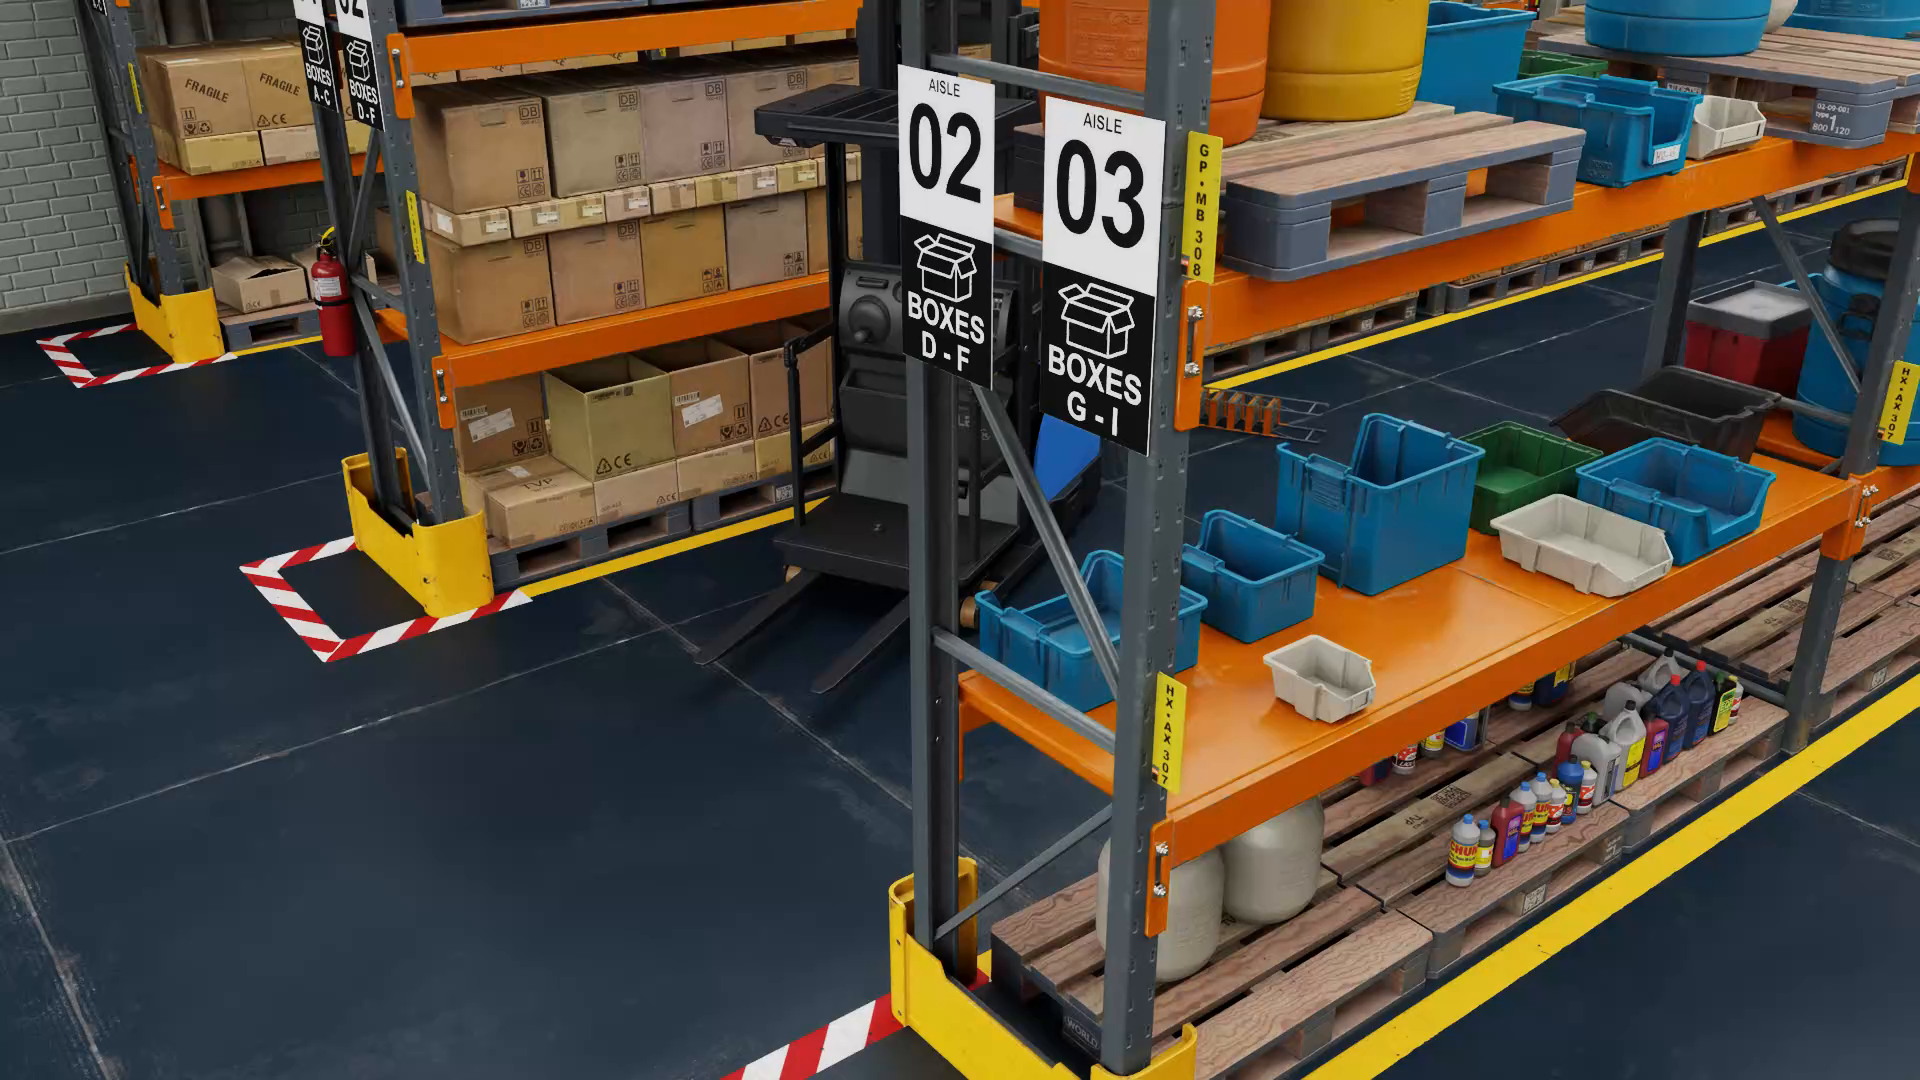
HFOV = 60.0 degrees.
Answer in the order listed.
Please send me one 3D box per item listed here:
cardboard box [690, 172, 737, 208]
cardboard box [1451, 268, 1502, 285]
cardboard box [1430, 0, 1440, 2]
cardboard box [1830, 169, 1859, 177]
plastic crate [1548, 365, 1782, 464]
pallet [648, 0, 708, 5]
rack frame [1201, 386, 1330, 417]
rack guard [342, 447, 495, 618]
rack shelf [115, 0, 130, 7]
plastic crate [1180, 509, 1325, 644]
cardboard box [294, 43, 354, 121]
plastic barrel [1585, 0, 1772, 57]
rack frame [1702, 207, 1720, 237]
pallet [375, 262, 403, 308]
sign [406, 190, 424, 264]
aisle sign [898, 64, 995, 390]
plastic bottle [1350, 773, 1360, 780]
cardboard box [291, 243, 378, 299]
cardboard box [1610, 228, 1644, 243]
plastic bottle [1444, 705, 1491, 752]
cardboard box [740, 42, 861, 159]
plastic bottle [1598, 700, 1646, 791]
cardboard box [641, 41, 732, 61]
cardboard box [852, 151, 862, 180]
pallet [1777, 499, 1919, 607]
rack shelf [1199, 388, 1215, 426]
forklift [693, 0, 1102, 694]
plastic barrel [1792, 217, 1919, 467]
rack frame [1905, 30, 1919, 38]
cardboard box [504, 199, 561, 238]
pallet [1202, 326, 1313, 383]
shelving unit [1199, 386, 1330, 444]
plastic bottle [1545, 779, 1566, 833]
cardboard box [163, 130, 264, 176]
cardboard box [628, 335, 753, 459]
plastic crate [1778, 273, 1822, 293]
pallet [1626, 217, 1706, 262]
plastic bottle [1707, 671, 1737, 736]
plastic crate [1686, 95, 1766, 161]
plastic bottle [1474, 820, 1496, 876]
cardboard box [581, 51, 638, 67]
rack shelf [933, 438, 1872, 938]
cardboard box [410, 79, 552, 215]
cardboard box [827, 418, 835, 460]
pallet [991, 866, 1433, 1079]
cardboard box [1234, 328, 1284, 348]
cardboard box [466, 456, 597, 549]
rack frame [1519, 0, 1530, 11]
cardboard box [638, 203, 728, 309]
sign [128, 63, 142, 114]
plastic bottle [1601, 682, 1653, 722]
[{"bbox_3d":[-1.398,-1.905,8.903,0.250,0.149,0.380,-19,31,-35],"label":"cardboard box"},{"bbox_3d":[3.978,-2.367,13.234,0.500,0.500,0.500,-17,30,-32],"label":"cardboard box"},{"bbox_3d":[5.112,-6.609,19.571,0.700,0.700,0.980,-20,32,-36],"label":"cardboard box"},{"bbox_3d":[8.697,-3.849,16.724,0.500,0.250,0.500,-18,31,-34],"label":"cardboard box"},{"bbox_3d":[2.859,-0.475,6.784,0.504,0.338,0.767,-18,31,-34],"label":"plastic crate"},{"bbox_3d":[-1.319,-3.014,8.723,1.213,0.211,1.003,-18,31,-34],"label":"pallet"},{"bbox_3d":[1.776,-0.928,10.800,1.200,0.006,0.240,11,27,23],"label":"rack frame"},{"bbox_3d":[-2.871,-0.060,8.785,0.348,0.500,1.175,-18,31,-34],"label":"rack guard"},{"bbox_3d":[-4.338,-4.394,12.446,4.000,0.370,1.077,-18,31,-34],"label":"rack shelf"},{"bbox_3d":[0.925,0.113,5.619,0.408,0.251,0.499,-18,31,-34],"label":"plastic crate"},{"bbox_3d":[-4.545,-3.403,12.283,0.500,0.500,0.500,-19,31,-36],"label":"cardboard box"},{"bbox_3d":[2.500,-2.153,5.667,0.708,0.901,0.600,-18,31,-34],"label":"plastic barrel"},{"bbox_3d":[6.591,-4.317,14.989,0.127,3.000,1.000,-18,31,-34],"label":"rack frame"},{"bbox_3d":[-4.231,-2.109,13.544,1.213,0.211,1.003,-18,31,-34],"label":"pallet"},{"bbox_3d":[-2.514,-1.443,7.674,0.005,0.325,0.100,-18,31,-34],"label":"sign"},{"bbox_3d":[-0.038,-0.817,4.359,0.004,0.787,0.394,-18,31,-34],"label":"aisle sign"},{"bbox_3d":[1.591,0.799,6.678,0.135,0.276,0.152,-18,30,-34],"label":"plastic bottle"},{"bbox_3d":[-4.863,-2.118,12.922,0.500,0.311,0.500,-15,29,-30],"label":"cardboard box"},{"bbox_3d":[5.590,-2.904,14.391,0.500,0.500,0.500,-18,30,-33],"label":"cardboard box"},{"bbox_3d":[2.086,0.713,6.863,0.135,0.276,0.152,-18,31,-34],"label":"plastic bottle"},{"bbox_3d":[-0.841,-2.494,9.401,0.500,0.500,0.700,-18,31,-34],"label":"cardboard box"},{"bbox_3d":[2.615,0.801,6.584,0.185,0.351,0.144,-18,31,-34],"label":"plastic bottle"},{"bbox_3d":[-2.343,-4.245,14.192,0.500,0.500,0.700,-18,30,-34],"label":"cardboard box"},{"bbox_3d":[-0.588,-2.173,9.480,0.250,0.149,0.380,-18,31,-34],"label":"cardboard box"},{"bbox_3d":[4.904,0.132,8.714,1.213,0.211,1.003,-18,31,-34],"label":"pallet"},{"bbox_3d":[1.599,-0.879,10.913,0.103,0.180,0.258,11,27,23],"label":"rack shelf"},{"bbox_3d":[-0.265,-1.092,8.121,1.130,2.935,3.031,11,27,23],"label":"forklift"},{"bbox_3d":[3.840,-0.825,6.868,0.708,0.901,0.600,-18,31,-34],"label":"plastic barrel"},{"bbox_3d":[3.349,-3.318,5.711,0.127,3.000,1.000,-18,31,-34],"label":"rack frame"},{"bbox_3d":[-2.204,-1.640,8.330,0.250,0.149,0.380,-19,31,-35],"label":"cardboard box"},{"bbox_3d":[1.812,-1.497,12.225,1.213,0.211,1.003,-18,31,-34],"label":"pallet"},{"bbox_3d":[1.777,-0.845,10.838,1.200,0.189,0.258,11,27,23],"label":"shelving unit"},{"bbox_3d":[2.247,1.003,6.327,0.097,0.201,0.097,0,25,0],"label":"plastic bottle"},{"bbox_3d":[-5.332,-2.803,11.880,0.500,0.250,0.500,-19,31,-35],"label":"cardboard box"},{"bbox_3d":[-1.515,-0.814,9.317,0.500,0.500,0.500,-18,31,-34],"label":"cardboard box"},{"bbox_3d":[4.025,-0.979,7.816,0.575,0.384,0.392,-18,31,-34],"label":"plastic crate"},{"bbox_3d":[5.974,-2.828,15.094,1.213,0.211,1.003,-18,31,-34],"label":"pallet"},{"bbox_3d":[3.174,0.670,6.948,0.133,0.283,0.061,-17,30,-32],"label":"plastic bottle"},{"bbox_3d":[2.336,-1.287,5.211,0.396,0.136,0.243,-18,31,-34],"label":"plastic crate"},{"bbox_3d":[1.902,1.117,6.081,0.097,0.201,0.097,0,25,0],"label":"plastic bottle"},{"bbox_3d":[-2.945,-3.935,13.429,0.500,0.500,0.500,-18,31,-34],"label":"cardboard box"},{"bbox_3d":[1.775,0.249,6.005,4.000,0.370,1.077,-18,31,-34],"label":"rack shelf"},{"bbox_3d":[-2.435,-1.965,8.260,0.500,0.500,0.700,-18,30,-34],"label":"cardboard box"},{"bbox_3d":[-0.718,-0.728,10.023,0.500,0.250,0.500,-18,31,-34],"label":"cardboard box"},{"bbox_3d":[0.875,1.462,5.849,1.213,0.211,1.003,-18,31,-34],"label":"pallet"},{"bbox_3d":[1.976,-1.605,11.912,0.500,0.250,0.500,-18,30,-33],"label":"cardboard box"},{"bbox_3d":[-2.293,-0.209,8.904,0.500,0.250,0.500,-18,31,-34],"label":"cardboard box"},{"bbox_3d":[6.679,-6.996,20.762,0.127,3.000,1.000,-18,31,-34],"label":"rack frame"},{"bbox_3d":[-1.672,-1.627,9.075,0.500,0.500,0.700,-18,30,-34],"label":"cardboard box"},{"bbox_3d":[-5.577,-3.053,11.237,0.005,0.325,0.100,-18,31,-34],"label":"sign"},{"bbox_3d":[2.758,0.709,6.872,0.135,0.276,0.152,-18,31,-34],"label":"plastic bottle"}]
